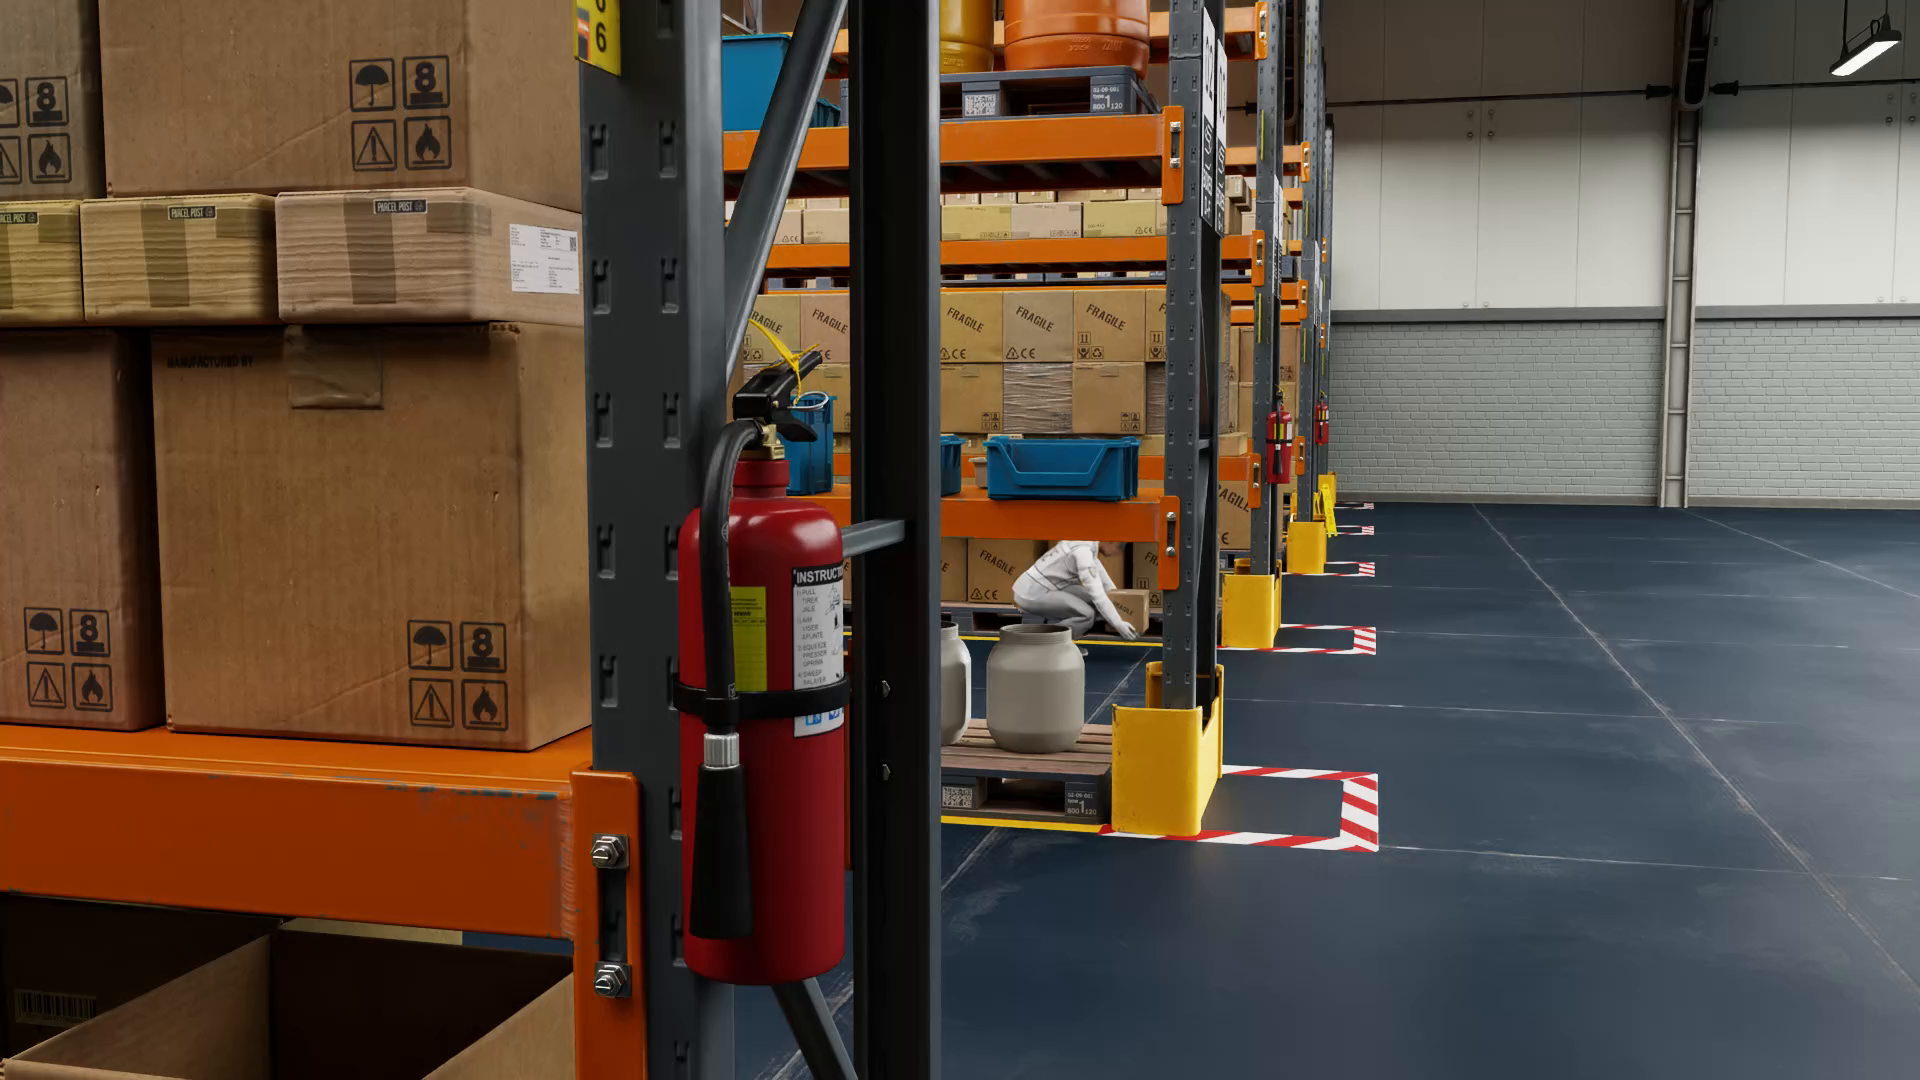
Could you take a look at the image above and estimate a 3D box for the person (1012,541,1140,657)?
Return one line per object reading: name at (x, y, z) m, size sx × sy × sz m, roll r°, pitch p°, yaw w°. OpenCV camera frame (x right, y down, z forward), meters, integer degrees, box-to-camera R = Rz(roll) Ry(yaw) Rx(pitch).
person at (0.760, 0.307, 10.891) m, size 0.820 × 0.958 × 0.507 m, roll 1°, pitch 5°, yaw 13°
